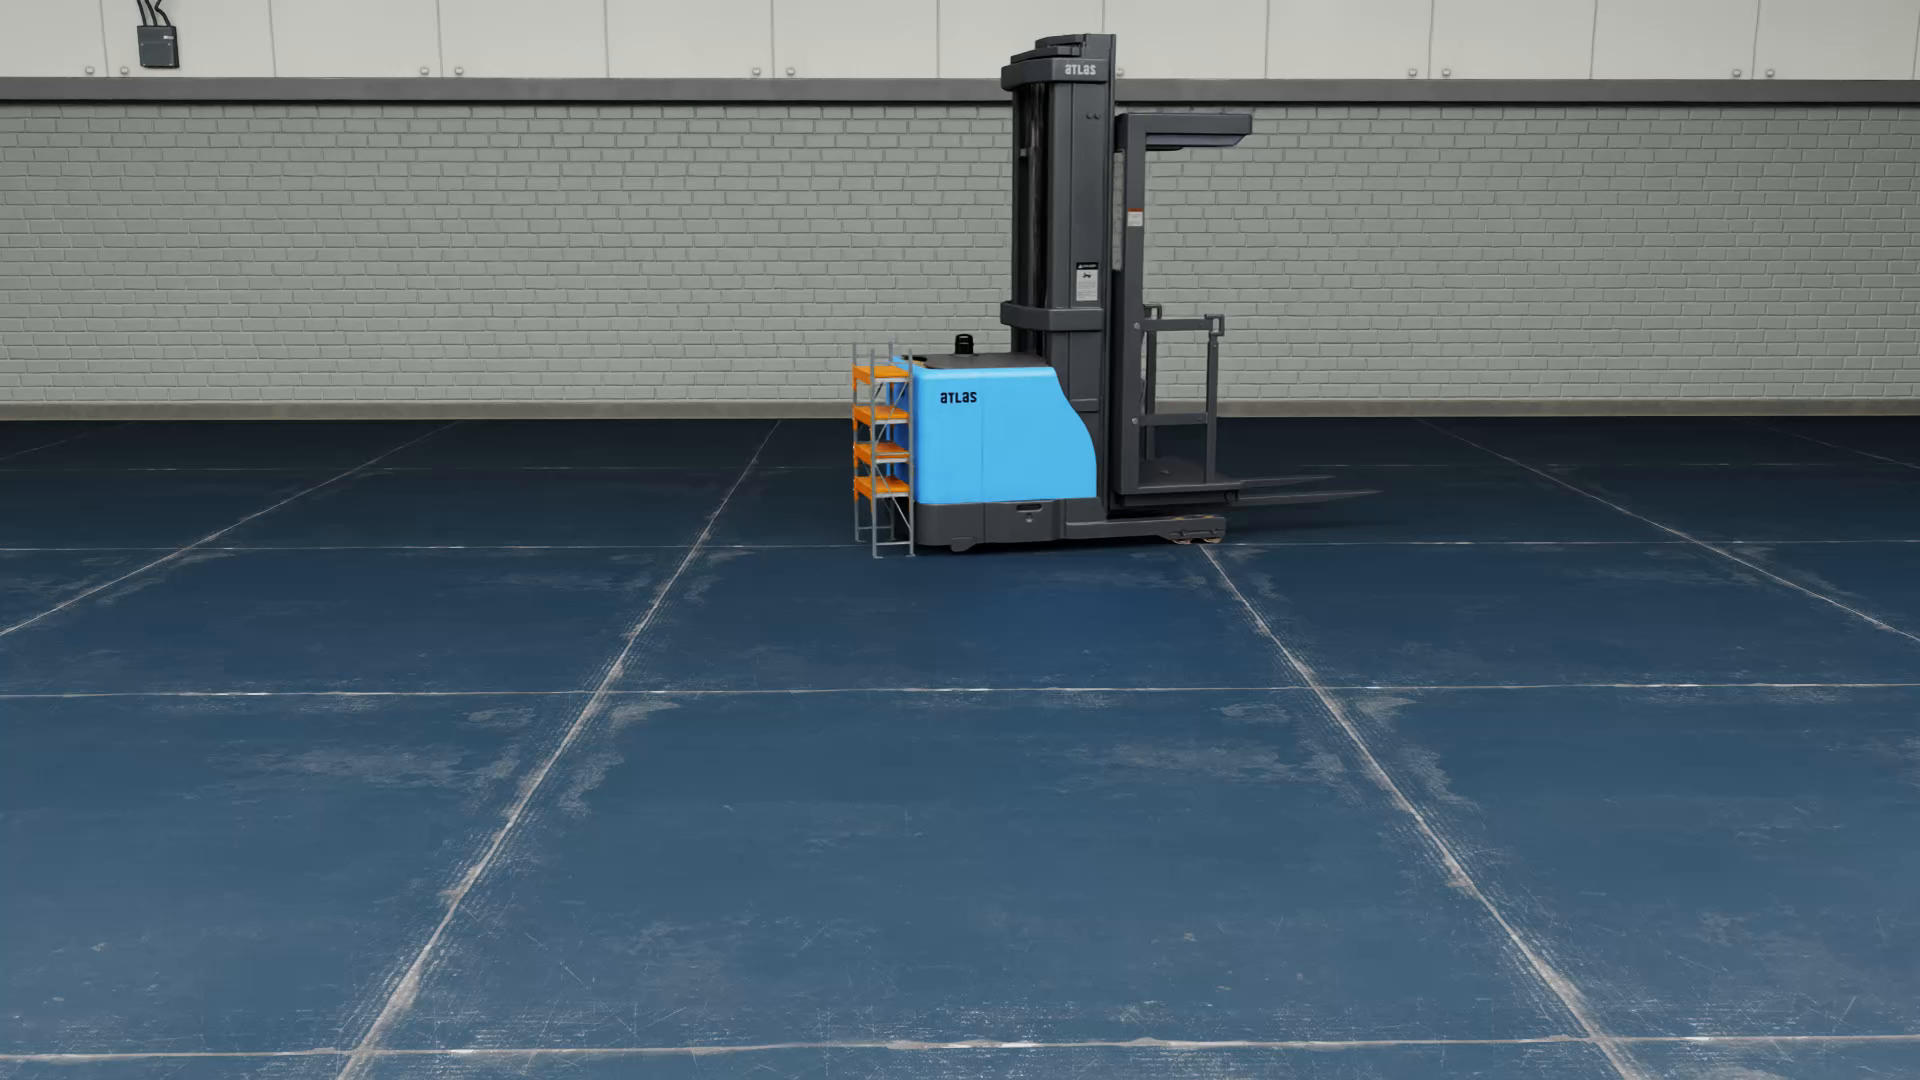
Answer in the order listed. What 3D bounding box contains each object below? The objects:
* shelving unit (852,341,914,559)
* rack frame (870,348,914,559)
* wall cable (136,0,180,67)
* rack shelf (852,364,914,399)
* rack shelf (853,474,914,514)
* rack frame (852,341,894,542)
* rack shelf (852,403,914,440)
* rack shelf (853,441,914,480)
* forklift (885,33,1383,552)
[{"bbox_3d":[-0.449,-0.534,9.673,0.258,1.200,0.503,-3,12,-15],"label":"shelving unit"},{"bbox_3d":[-0.385,-0.487,9.443,0.240,1.200,0.015,-3,12,-15],"label":"rack frame"},{"bbox_3d":[-6.192,-7.199,14.359,2.305,6.003,0.169,0,11,-1],"label":"wall cable"},{"bbox_3d":[-0.449,-0.919,9.595,0.258,0.148,0.480,-3,12,-15],"label":"rack shelf"},{"bbox_3d":[-0.449,-0.273,9.726,0.258,0.148,0.480,-3,12,-15],"label":"rack shelf"},{"bbox_3d":[-0.514,-0.581,9.904,0.240,1.200,0.015,-3,12,-15],"label":"rack frame"},{"bbox_3d":[-0.449,-0.687,9.642,0.258,0.148,0.480,-3,12,-15],"label":"rack shelf"},{"bbox_3d":[-0.449,-0.468,9.687,0.258,0.148,0.480,-3,12,-15],"label":"rack shelf"},{"bbox_3d":[1.104,-1.505,10.103,3.031,2.935,1.130,-3,12,-14],"label":"forklift"}]
